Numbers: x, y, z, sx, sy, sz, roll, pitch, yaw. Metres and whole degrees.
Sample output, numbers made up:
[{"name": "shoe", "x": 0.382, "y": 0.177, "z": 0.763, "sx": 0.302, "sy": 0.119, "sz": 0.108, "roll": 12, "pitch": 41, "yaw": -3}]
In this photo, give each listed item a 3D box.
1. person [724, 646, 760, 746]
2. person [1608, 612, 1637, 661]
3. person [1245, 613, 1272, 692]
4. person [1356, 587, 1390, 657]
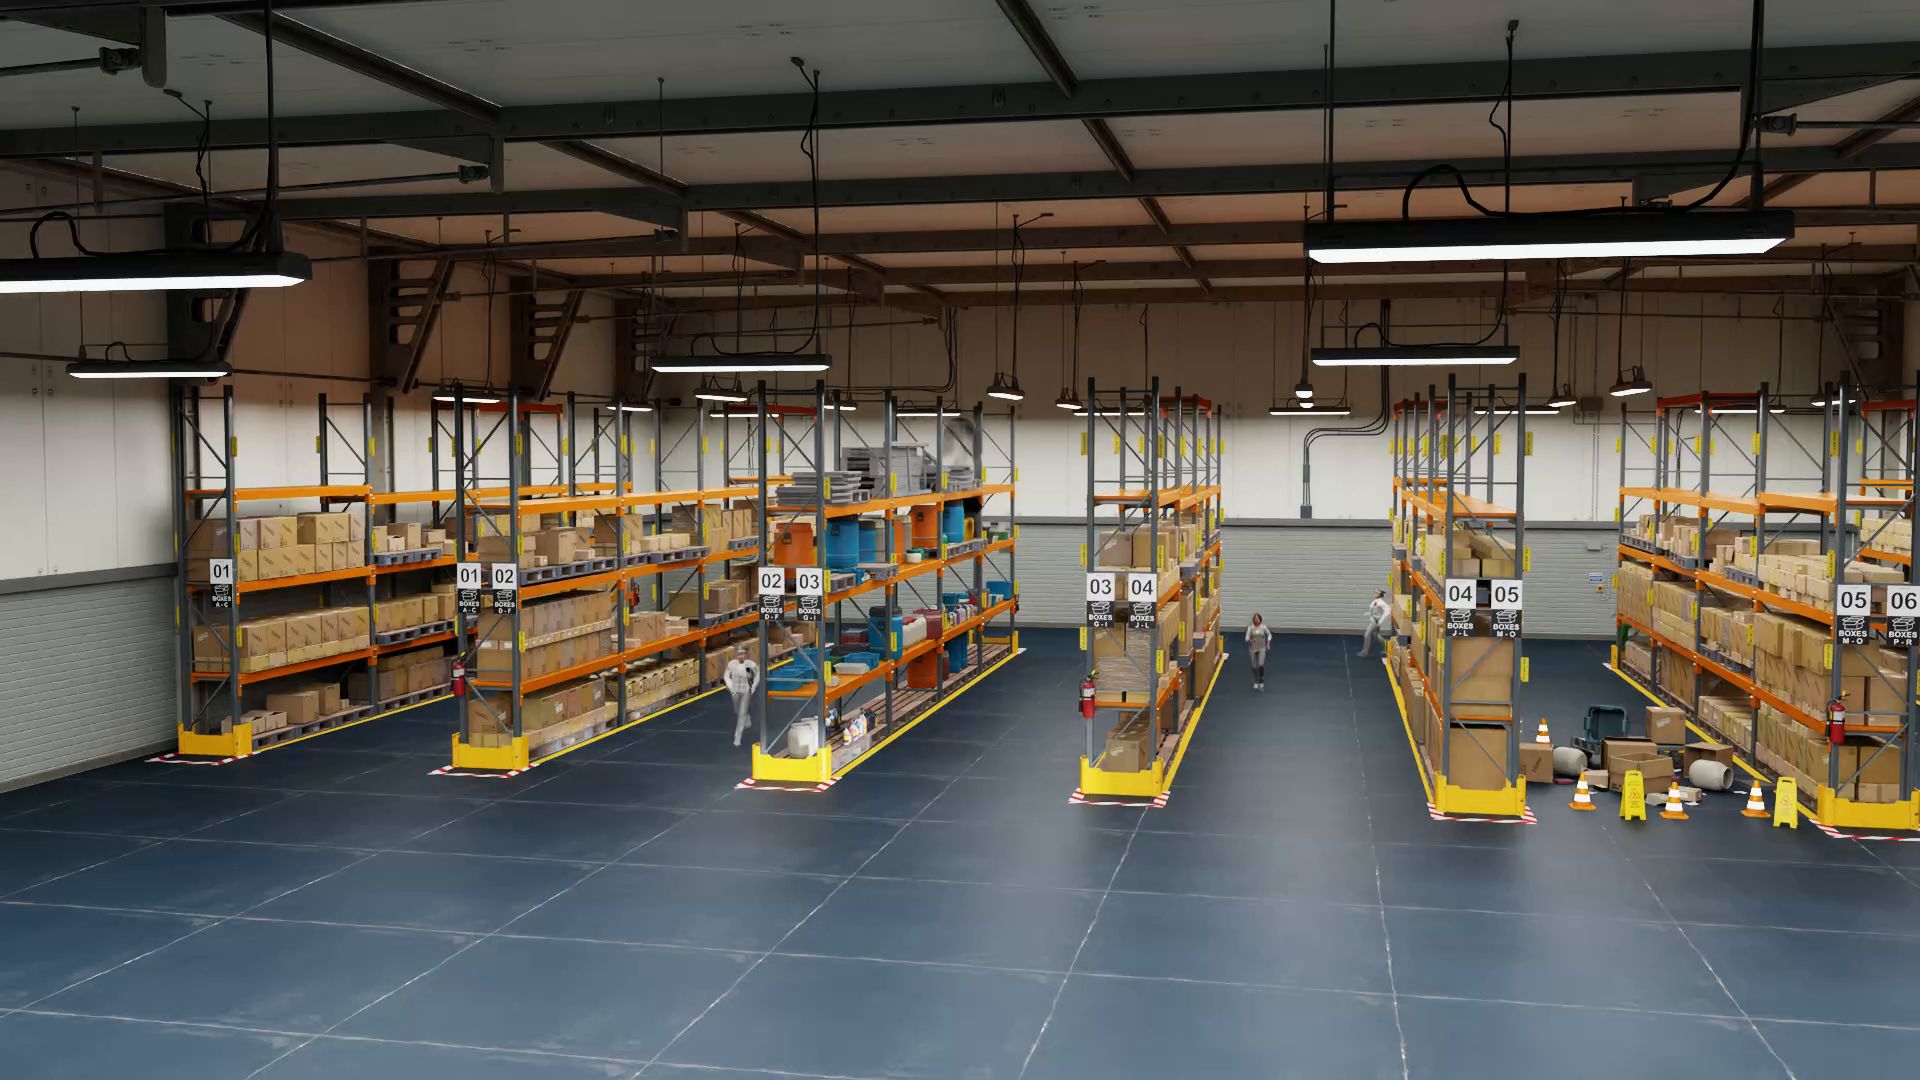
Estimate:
[{"name": "person", "x": -3.693, "y": 2.606, "z": 28.281, "sx": 0.618, "sy": 1.682, "sz": 1.024, "roll": 0, "pitch": 3, "yaw": 6}, {"name": "person", "x": 15.592, "y": 1.953, "z": 38.824, "sx": 0.863, "sy": 1.771, "sz": 0.657, "roll": 0, "pitch": 3, "yaw": 2}, {"name": "person", "x": 6.091, "y": 2.306, "z": 34.007, "sx": 0.509, "sy": 1.589, "sz": 0.667, "roll": 1, "pitch": 3, "yaw": 16}, {"name": "person", "x": 9.870, "y": 1.955, "z": 39.518, "sx": 0.853, "sy": 1.674, "sz": 0.664, "roll": 0, "pitch": 3, "yaw": 4}]
